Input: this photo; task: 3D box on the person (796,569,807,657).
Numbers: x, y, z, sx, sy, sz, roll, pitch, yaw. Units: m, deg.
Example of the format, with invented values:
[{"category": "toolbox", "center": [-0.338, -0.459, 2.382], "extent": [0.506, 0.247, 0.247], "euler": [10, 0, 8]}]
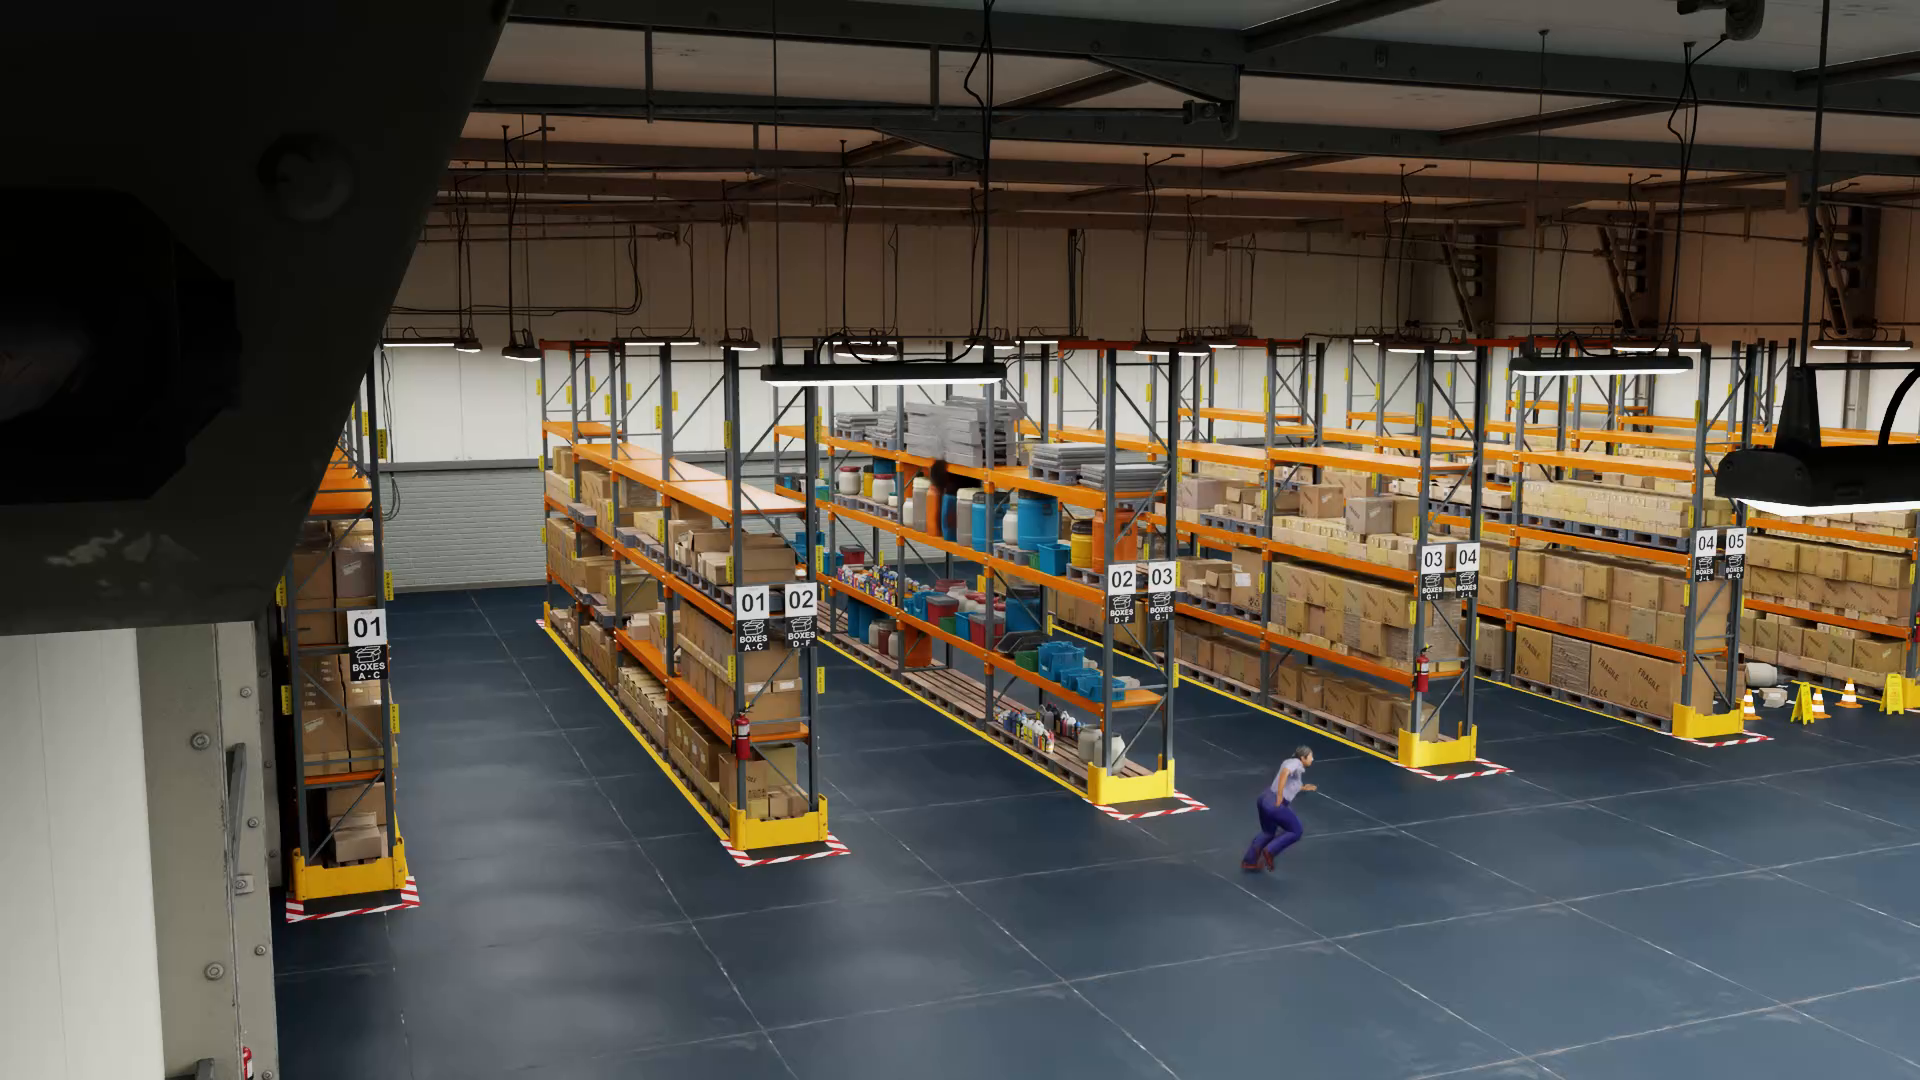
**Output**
[{"category": "person", "center": [-3.087, 1.373, 31.793], "extent": [0.678, 1.706, 0.759], "euler": [-3, 8, -25]}]

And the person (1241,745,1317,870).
[{"category": "person", "center": [3.709, 3.105, 19.185], "extent": [0.886, 1.482, 0.639], "euler": [-1, 7, -4]}]
